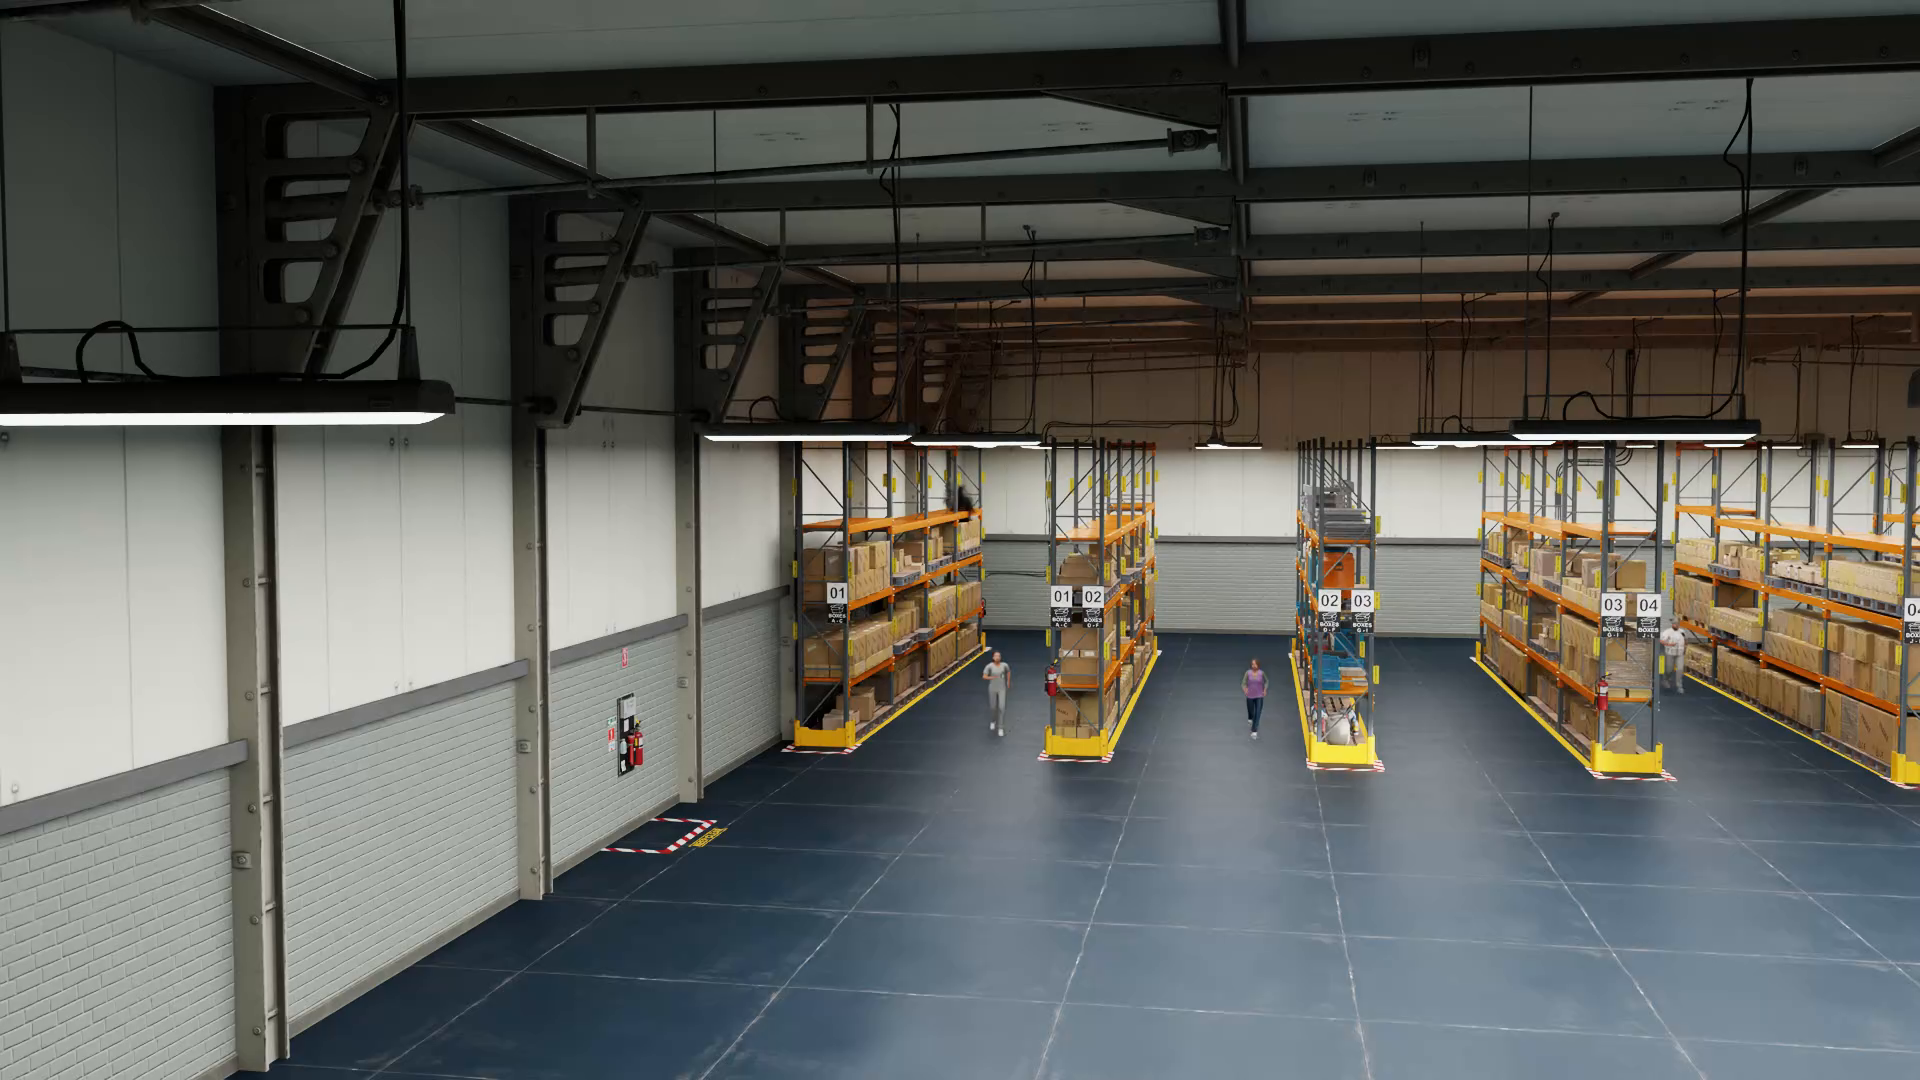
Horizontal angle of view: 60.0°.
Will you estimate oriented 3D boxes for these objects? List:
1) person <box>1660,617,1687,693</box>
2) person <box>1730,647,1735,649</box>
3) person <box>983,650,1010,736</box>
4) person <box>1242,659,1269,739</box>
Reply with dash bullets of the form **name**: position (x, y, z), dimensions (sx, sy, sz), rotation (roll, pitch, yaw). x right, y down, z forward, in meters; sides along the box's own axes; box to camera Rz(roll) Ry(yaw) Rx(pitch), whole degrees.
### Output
- **person**: position (17.020, 2.712, 39.602), dimensions (0.668, 1.765, 0.941), rotation (0, 3, 5)
- **person**: position (20.960, 2.496, 45.194), dimensions (0.730, 1.637, 1.089), rotation (-1, 3, -14)
- **person**: position (0.745, 3.078, 33.764), dimensions (0.583, 1.697, 0.894), rotation (0, 3, -4)
- **person**: position (5.952, 3.179, 33.535), dimensions (0.548, 1.574, 0.730), rotation (0, 3, 8)
